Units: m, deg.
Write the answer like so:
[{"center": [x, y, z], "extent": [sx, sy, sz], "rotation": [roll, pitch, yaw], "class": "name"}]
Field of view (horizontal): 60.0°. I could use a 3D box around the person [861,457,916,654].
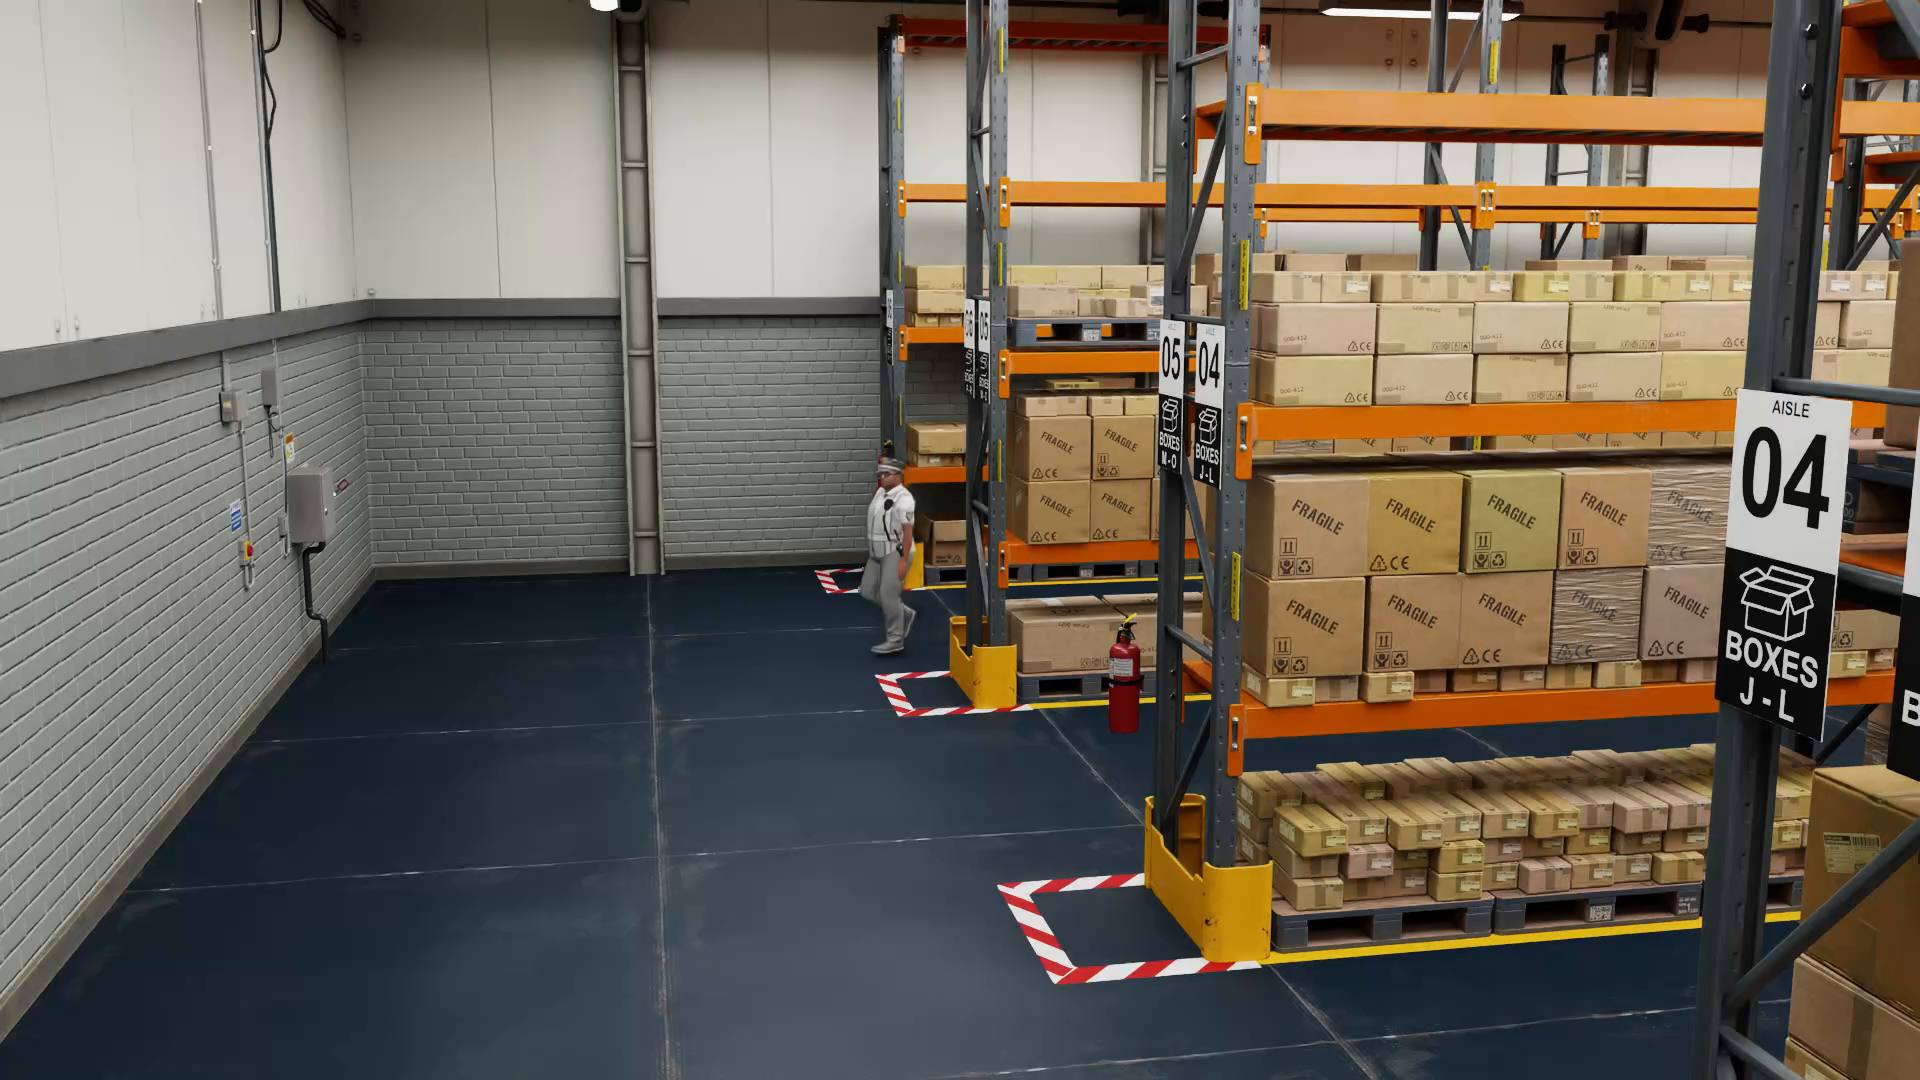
[{"center": [-0.593, 0.117, 14.945], "extent": [0.573, 1.757, 0.562], "rotation": [-7, 12, -35], "class": "person"}]
